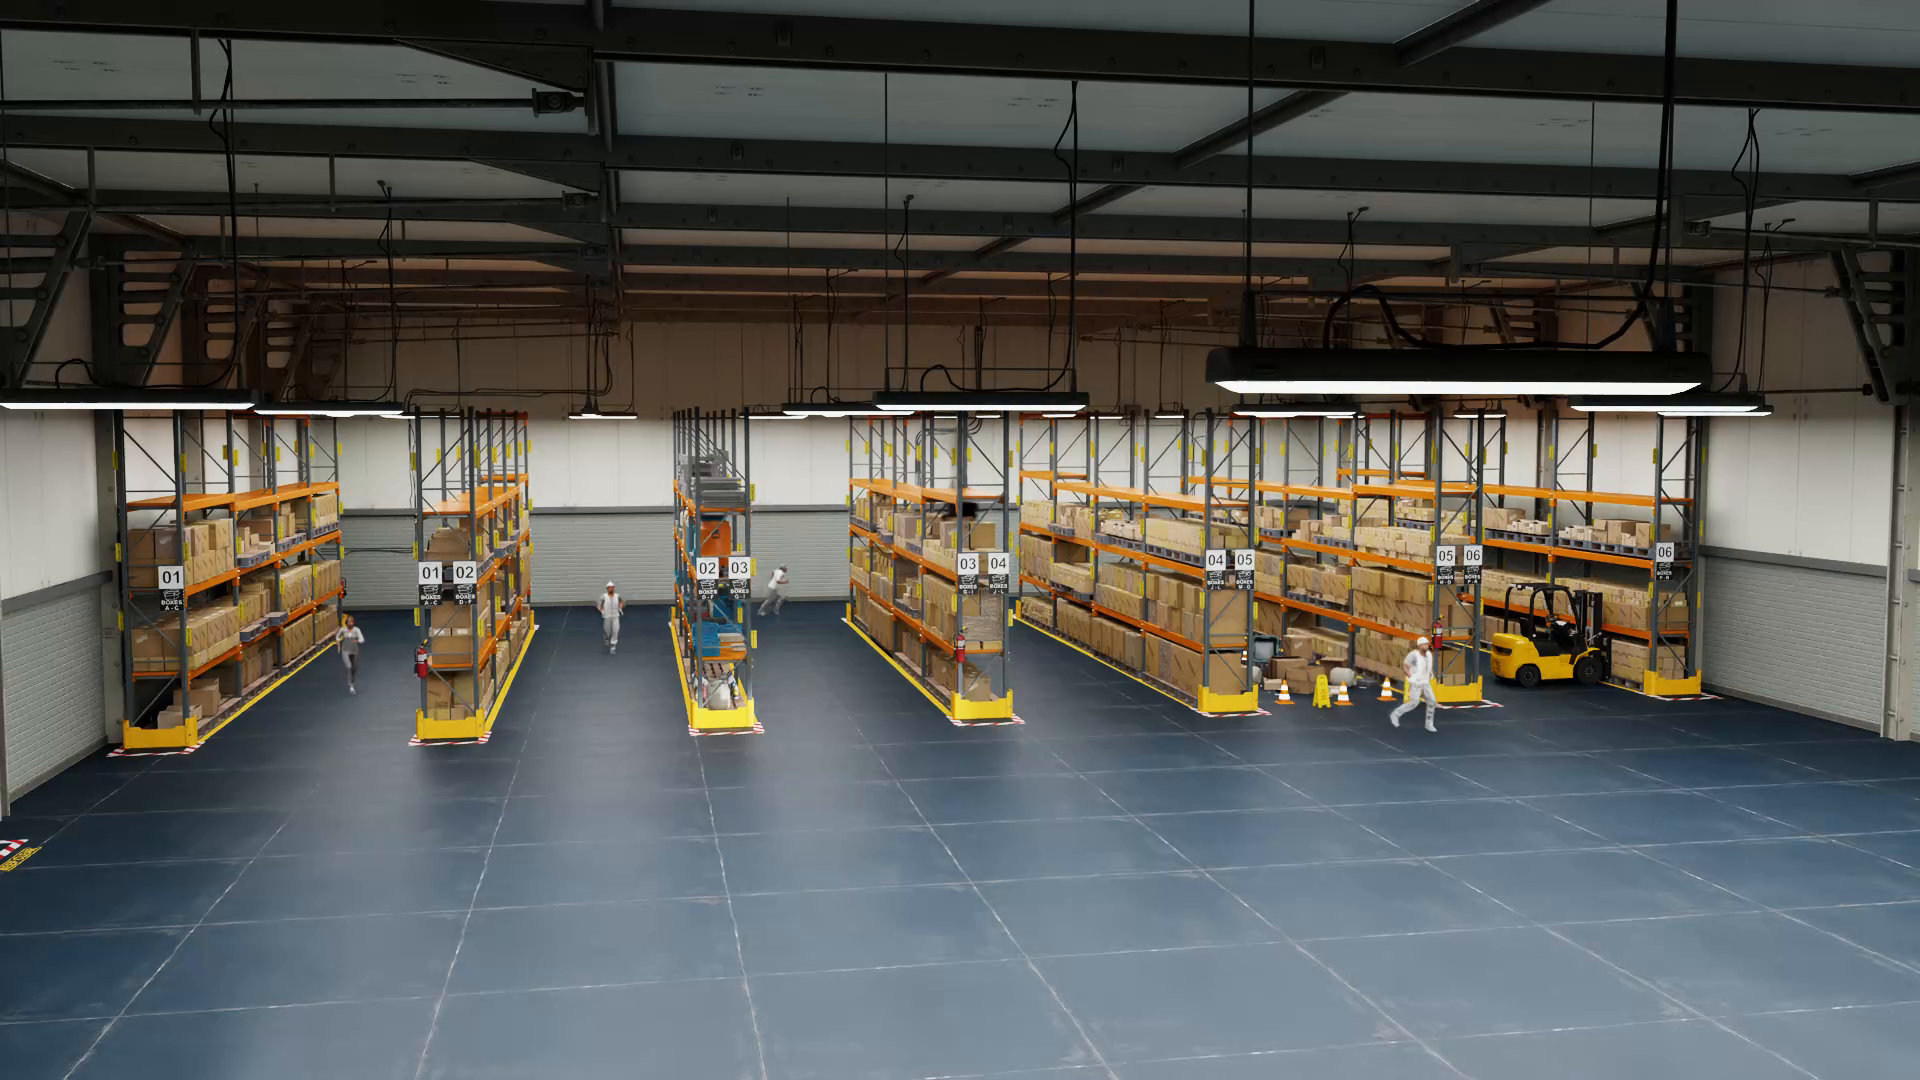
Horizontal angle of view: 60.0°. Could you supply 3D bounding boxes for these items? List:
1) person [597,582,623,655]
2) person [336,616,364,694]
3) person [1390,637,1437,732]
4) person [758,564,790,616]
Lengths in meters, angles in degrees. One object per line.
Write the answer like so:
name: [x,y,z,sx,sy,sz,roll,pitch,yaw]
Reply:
person: [-8.618,1.925,41.088,0.657,1.771,0.863,-2,4,-21]
person: [-12.876,2.450,35.133,0.529,1.496,0.883,-2,5,-27]
person: [8.491,2.679,30.874,0.892,1.774,0.707,-3,5,-38]
person: [-5.487,1.489,48.998,0.957,1.581,0.612,0,4,-3]
